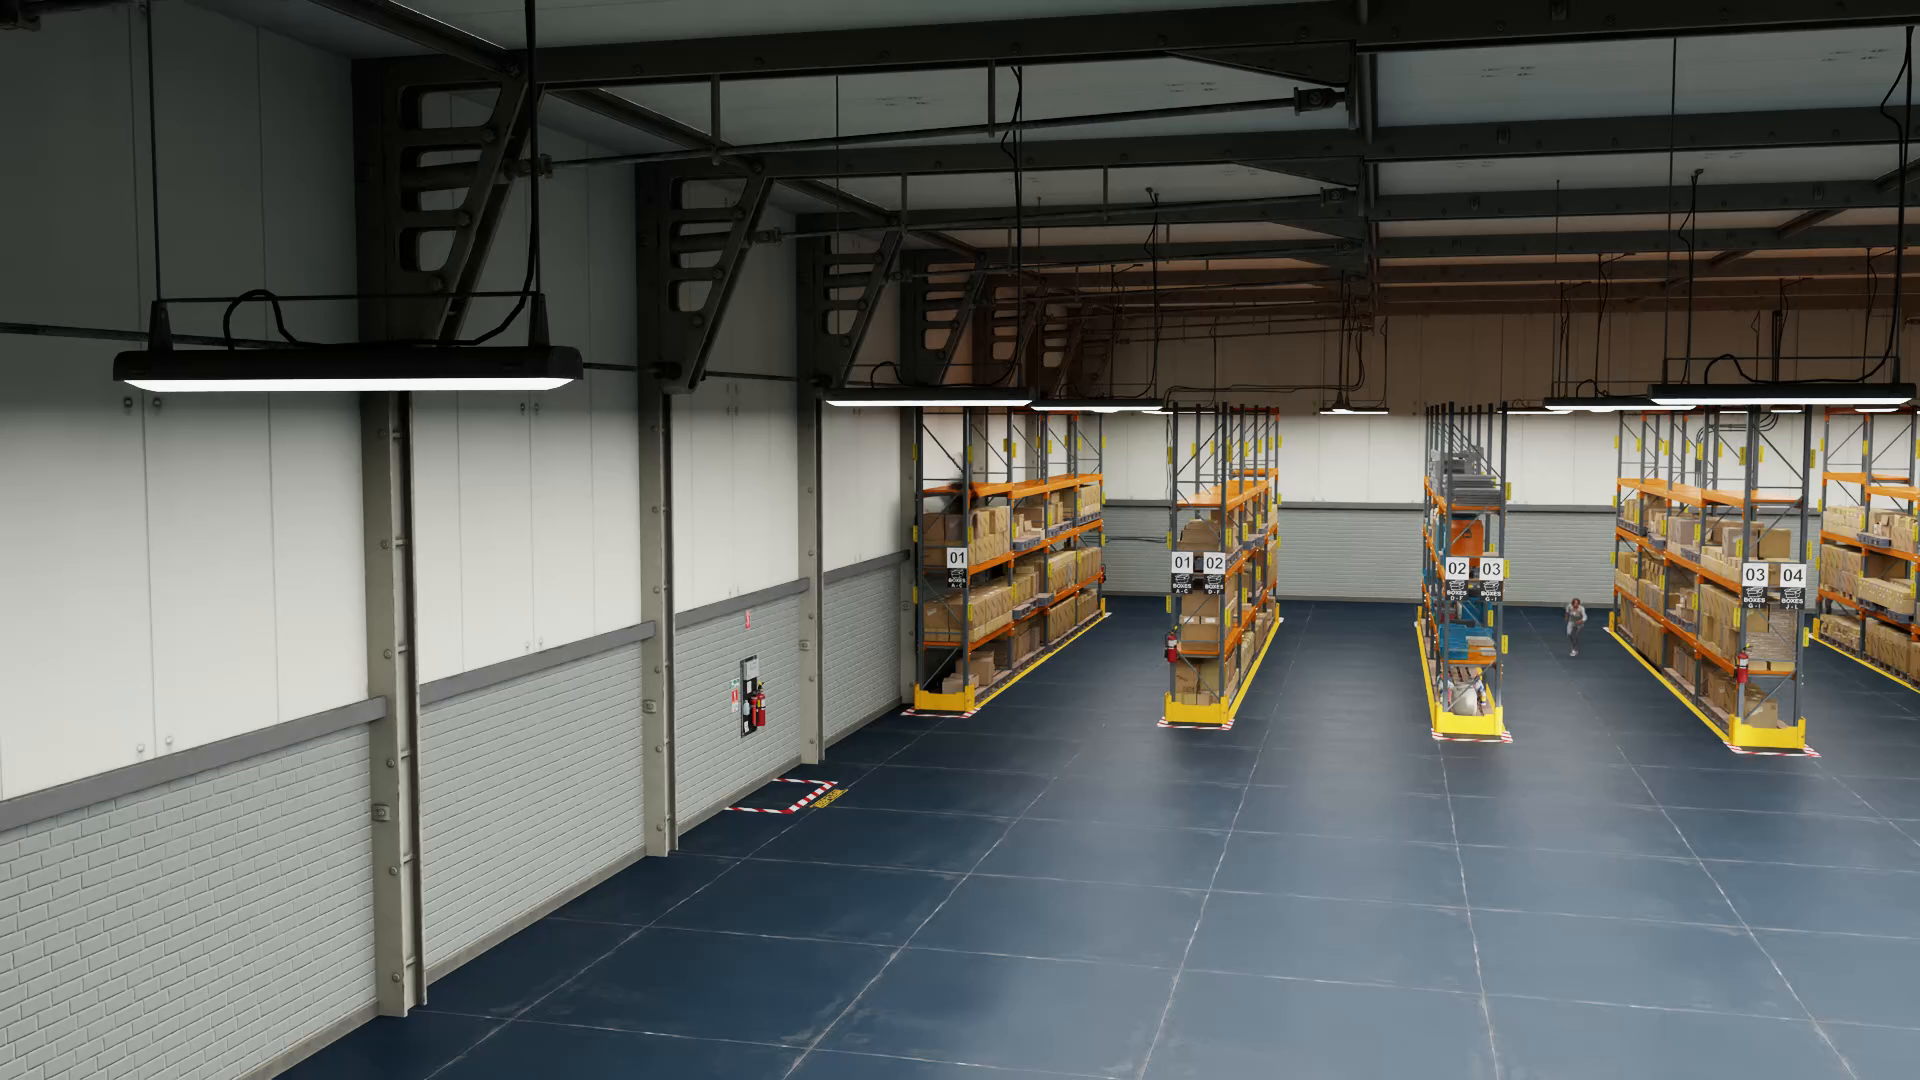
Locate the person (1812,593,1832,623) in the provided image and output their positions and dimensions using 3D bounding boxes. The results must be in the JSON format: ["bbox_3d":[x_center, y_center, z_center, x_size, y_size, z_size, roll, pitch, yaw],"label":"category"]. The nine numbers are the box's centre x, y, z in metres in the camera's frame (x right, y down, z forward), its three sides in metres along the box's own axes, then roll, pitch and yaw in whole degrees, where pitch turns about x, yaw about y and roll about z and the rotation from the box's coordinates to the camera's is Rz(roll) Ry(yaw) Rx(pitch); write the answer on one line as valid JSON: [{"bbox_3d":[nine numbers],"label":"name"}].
[{"bbox_3d":[24.141,1.466,46.222,0.711,1.759,0.677,-3,5,-34],"label":"person"}]

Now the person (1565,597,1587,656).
[{"bbox_3d":[14.792,2.041,39.907,0.548,1.405,1.014,2,5,28],"label":"person"}]
